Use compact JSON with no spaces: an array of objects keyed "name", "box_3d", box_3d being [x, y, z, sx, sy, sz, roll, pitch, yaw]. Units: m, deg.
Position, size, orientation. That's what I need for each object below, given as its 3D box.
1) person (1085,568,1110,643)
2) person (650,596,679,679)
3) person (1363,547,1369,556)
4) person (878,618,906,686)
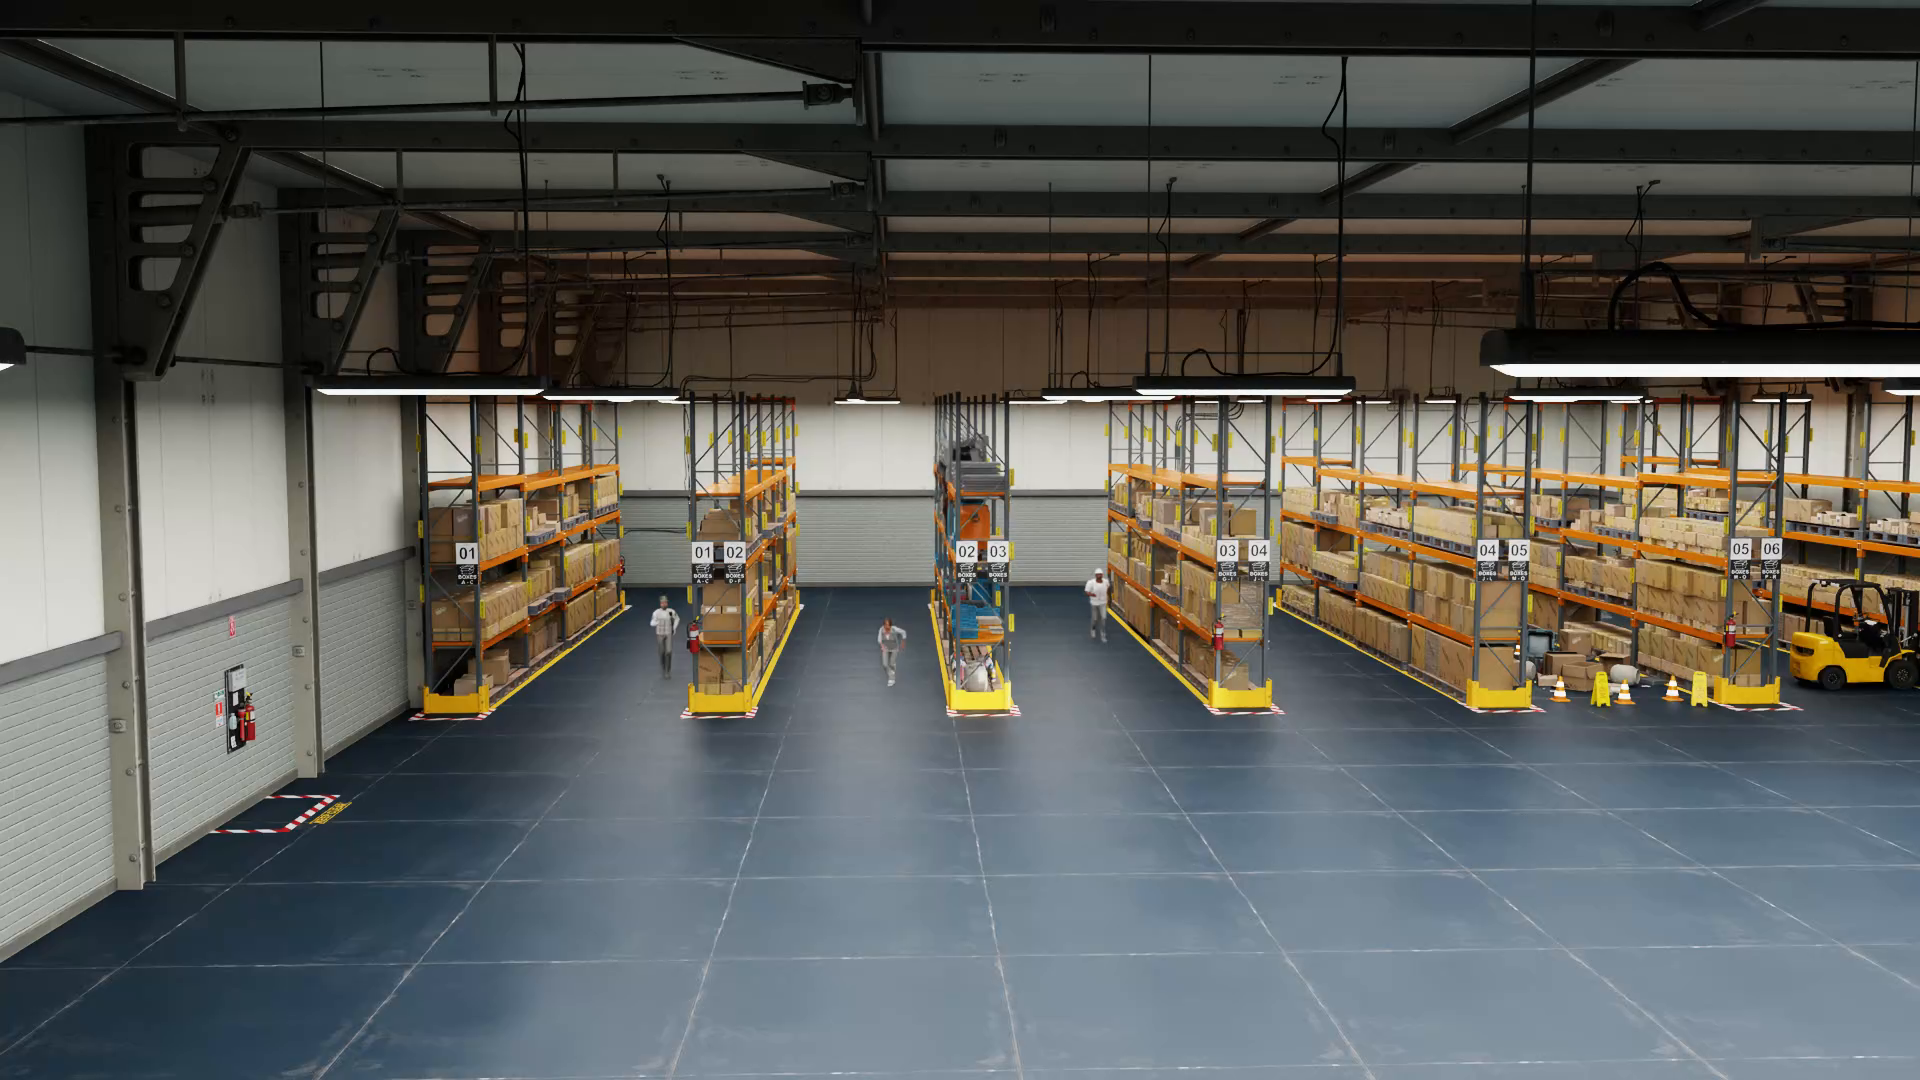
[{"name":"person","box_3d":[3.362,1.578,40.639,0.632,1.796,0.890,0,5,-3]},{"name":"person","box_3d":[-6.256,2.045,35.259,0.596,1.740,0.720,-1,5,-7]},{"name":"person","box_3d":[11.390,1.069,46.818,0.710,1.746,0.988,-1,5,-17]},{"name":"person","box_3d":[-1.396,2.289,33.992,0.555,1.444,0.760,1,5,9]}]
